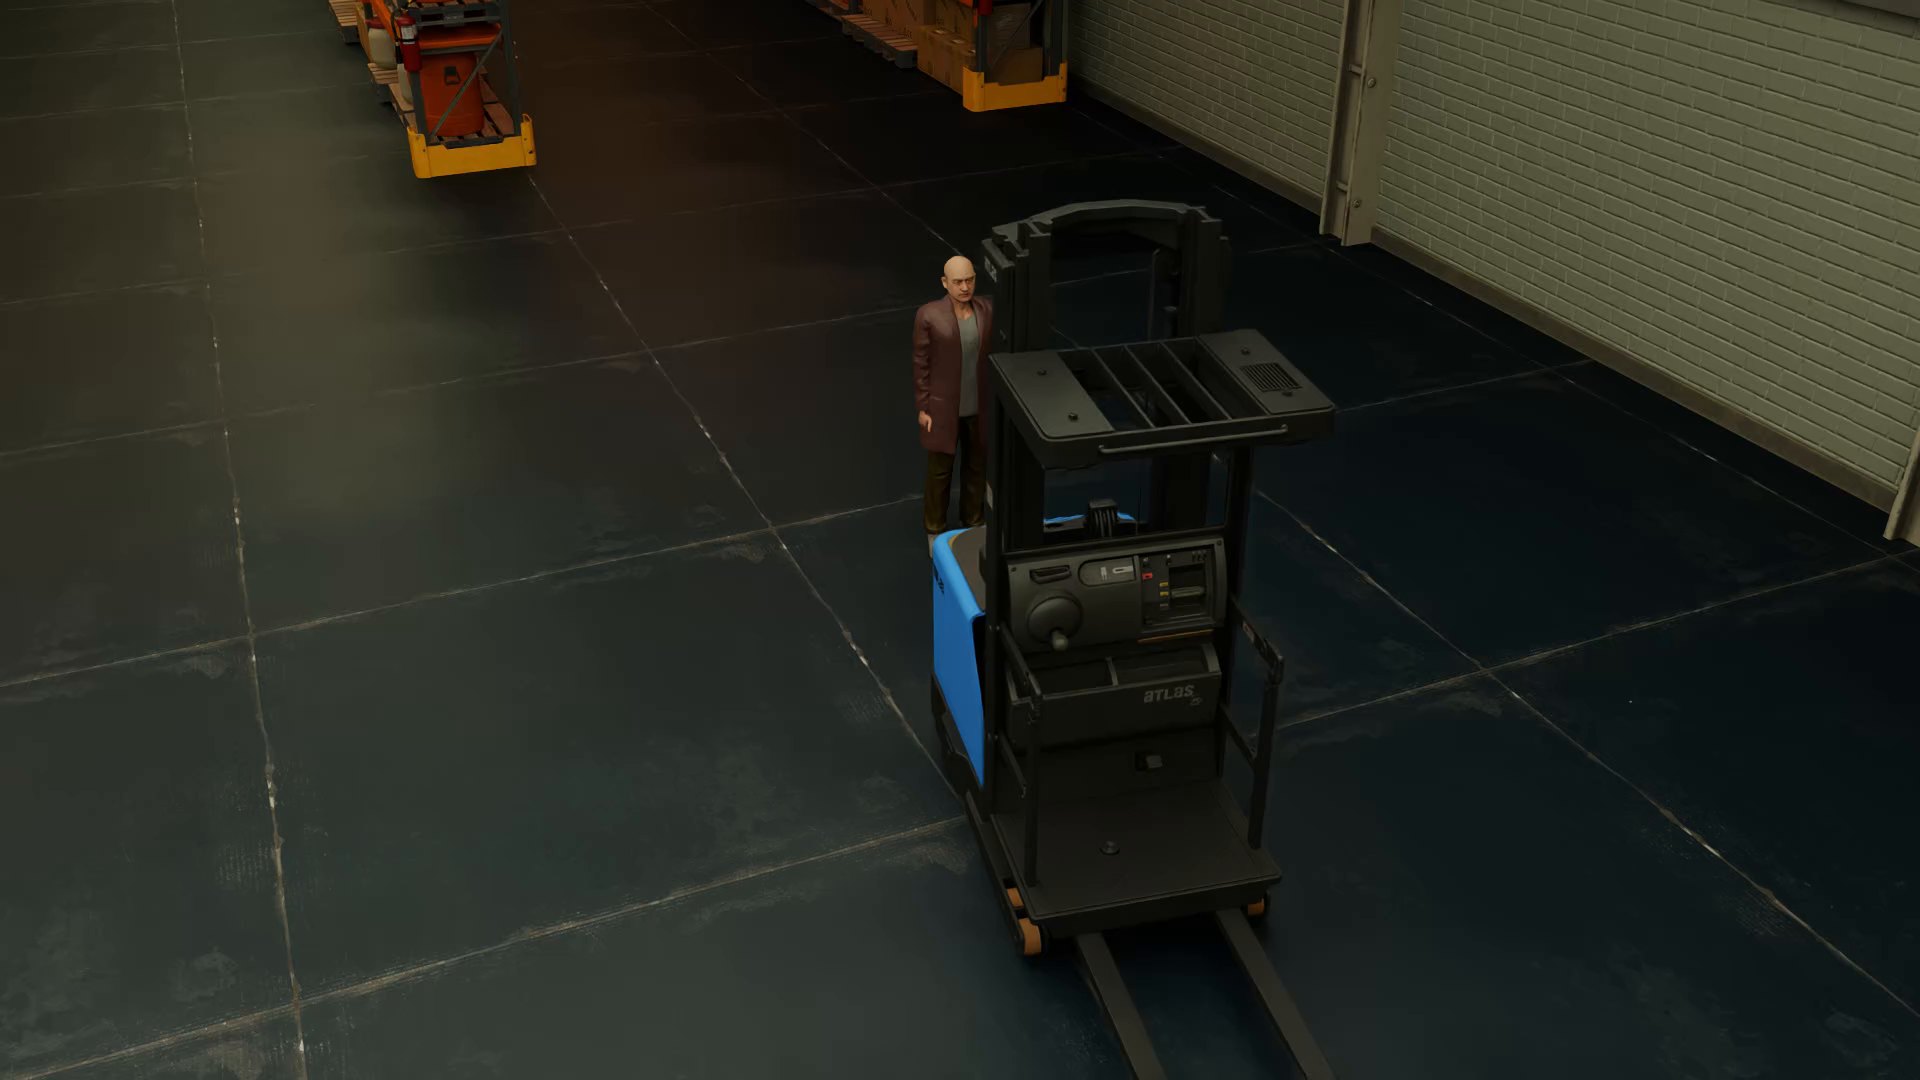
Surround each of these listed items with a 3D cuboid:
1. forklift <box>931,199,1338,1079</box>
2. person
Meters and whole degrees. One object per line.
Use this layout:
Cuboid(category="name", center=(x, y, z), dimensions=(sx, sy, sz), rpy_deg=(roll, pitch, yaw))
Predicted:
Cuboid(category="forklift", center=(0.704, 0.271, 6.647), dimensions=(1.130, 2.935, 3.031), rpy_deg=(-7, 31, -12))
Cuboid(category="person", center=(0.018, -0.766, 9.618), dimensions=(0.551, 1.782, 0.390), rpy_deg=(-12, 32, -20))
